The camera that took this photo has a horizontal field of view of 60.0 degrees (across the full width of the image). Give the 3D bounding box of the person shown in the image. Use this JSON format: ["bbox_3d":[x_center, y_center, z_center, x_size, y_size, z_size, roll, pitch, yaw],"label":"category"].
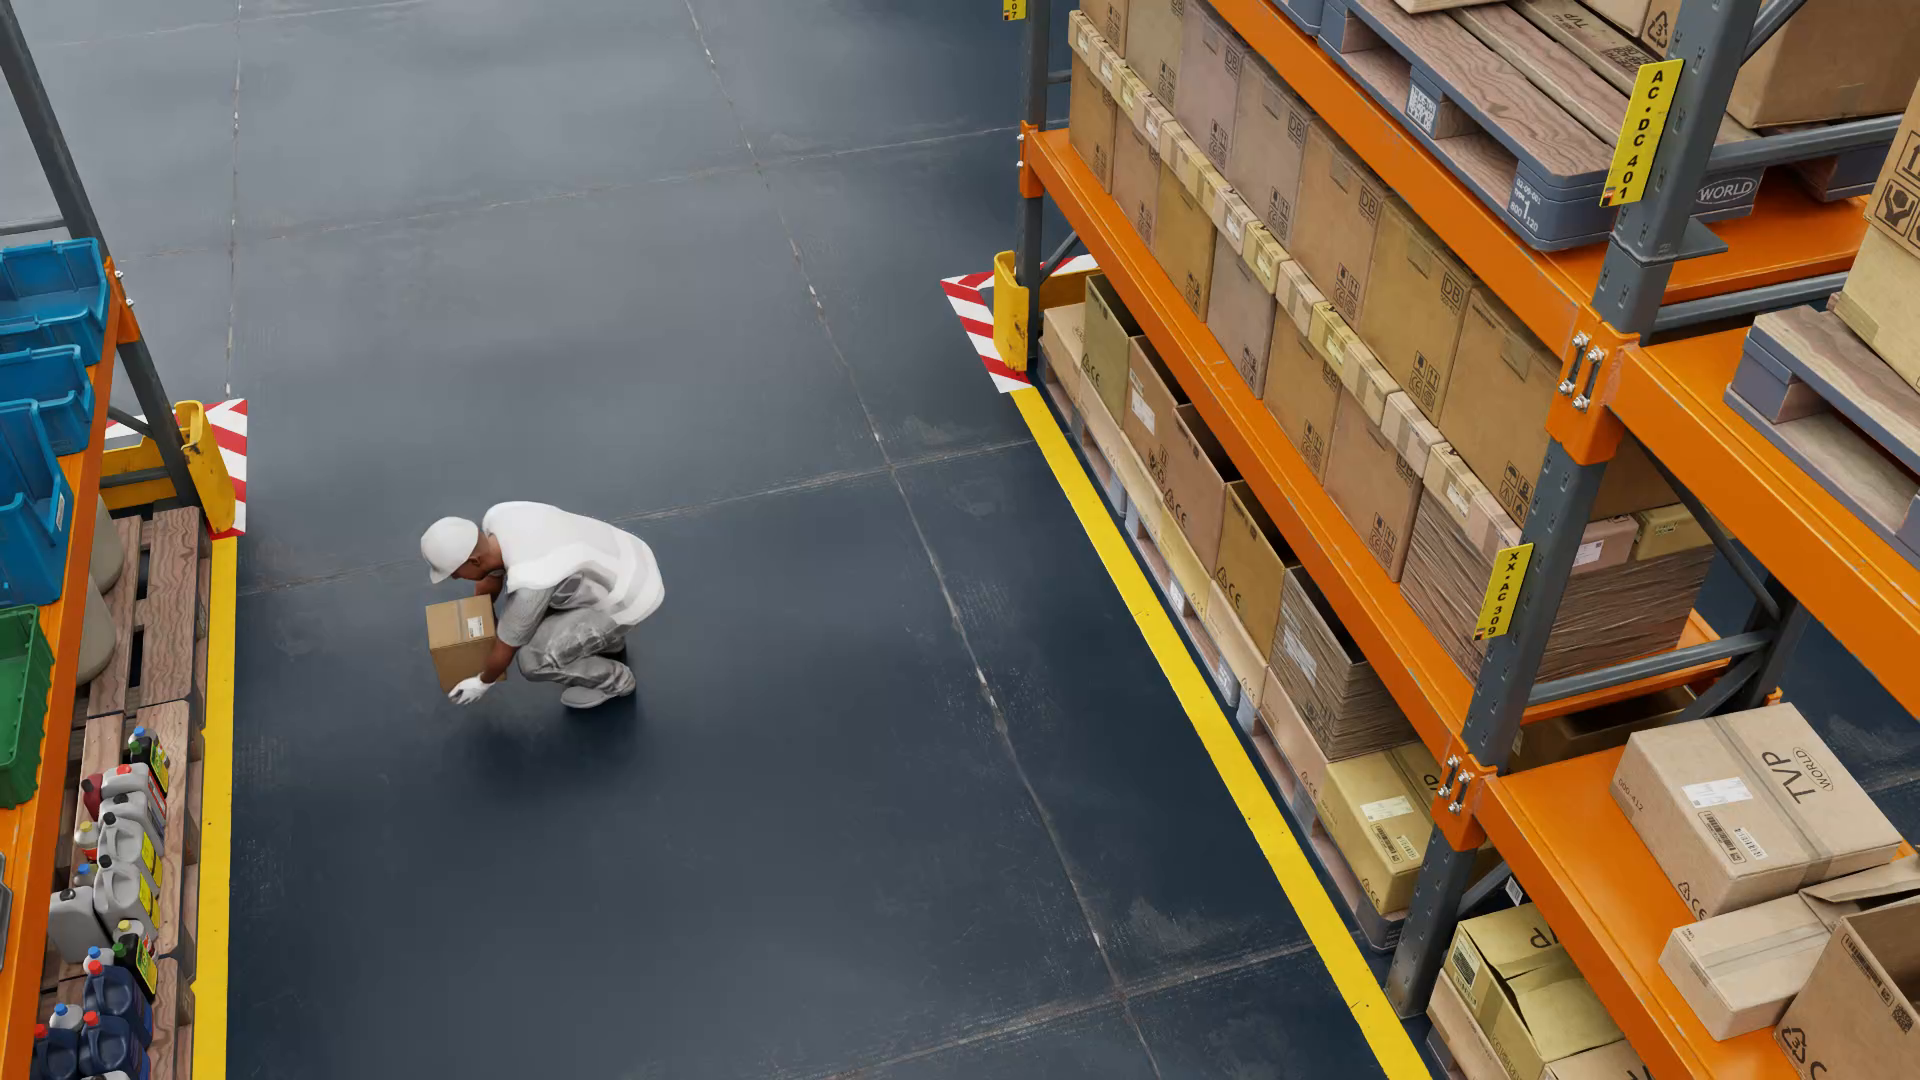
[{"bbox_3d":[-1.614,0.223,6.494,0.897,0.993,0.578,-12,43,-13],"label":"person"}]
